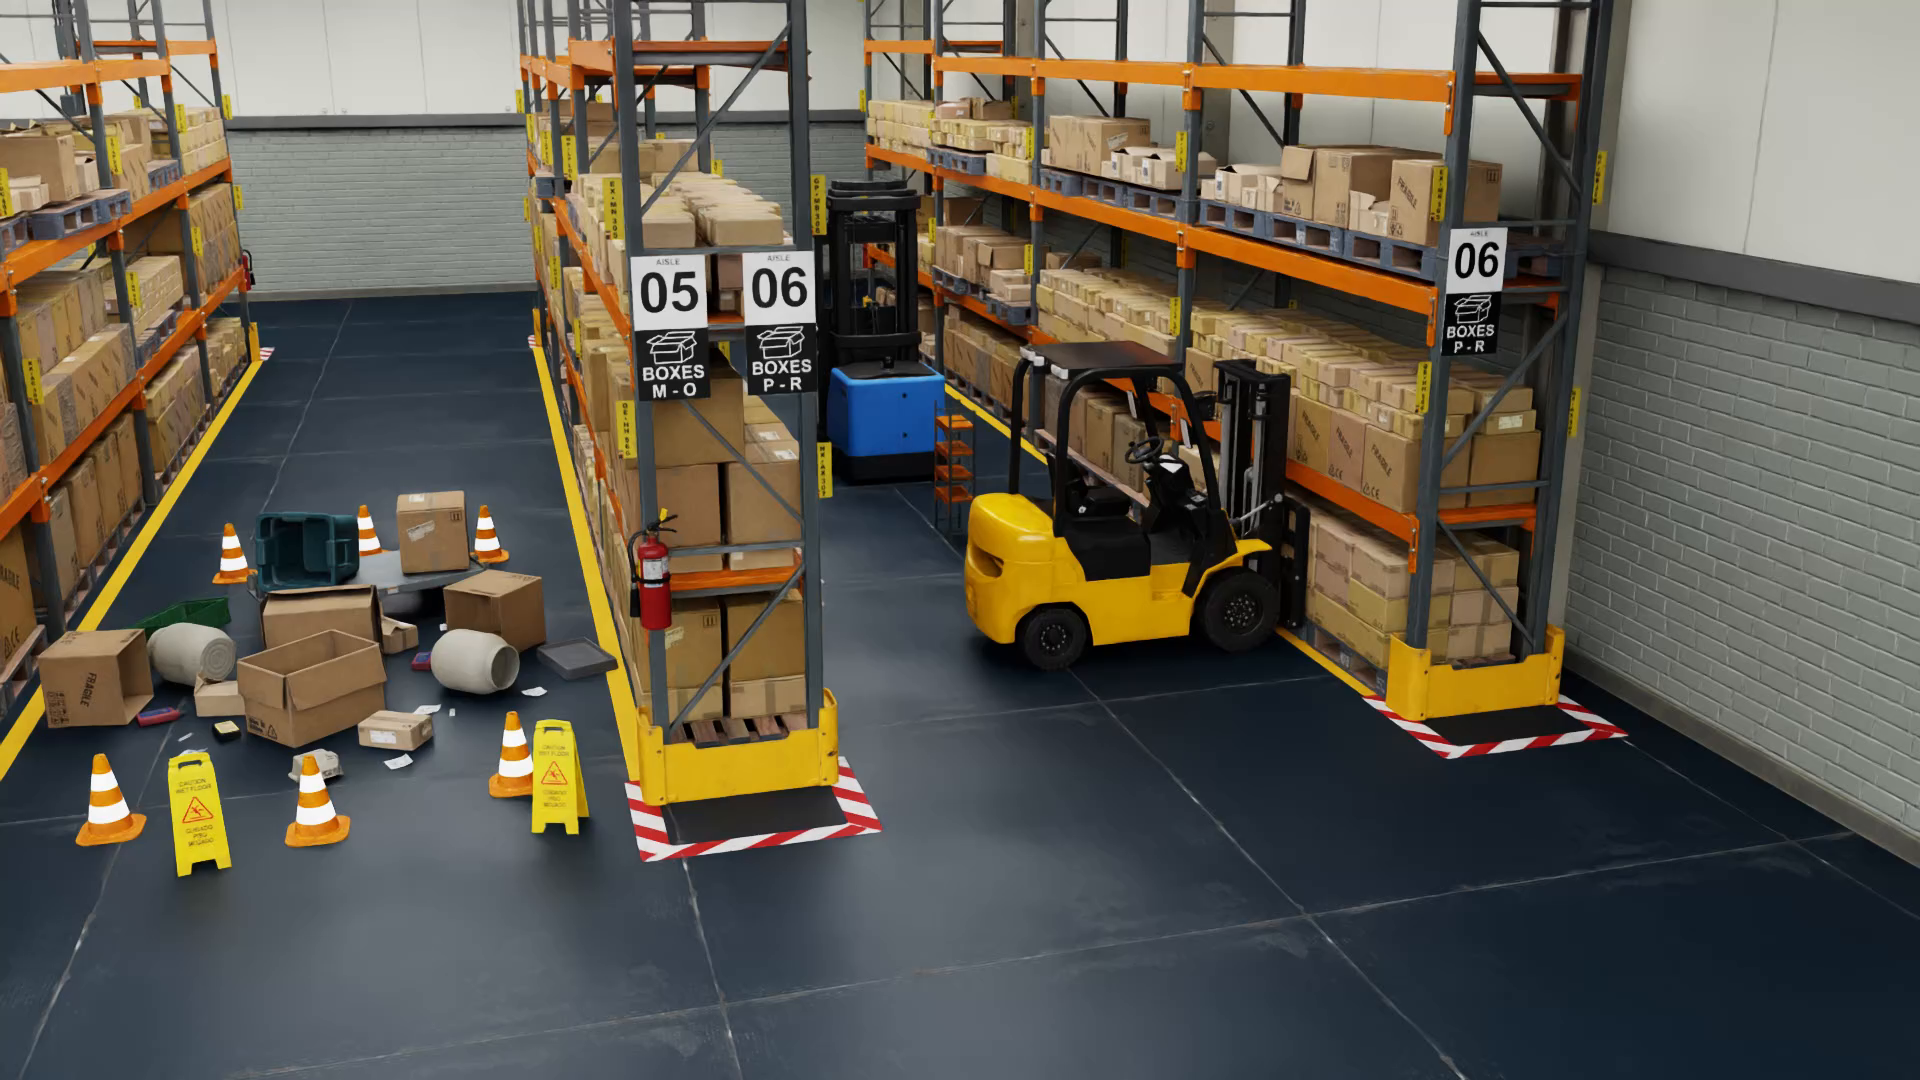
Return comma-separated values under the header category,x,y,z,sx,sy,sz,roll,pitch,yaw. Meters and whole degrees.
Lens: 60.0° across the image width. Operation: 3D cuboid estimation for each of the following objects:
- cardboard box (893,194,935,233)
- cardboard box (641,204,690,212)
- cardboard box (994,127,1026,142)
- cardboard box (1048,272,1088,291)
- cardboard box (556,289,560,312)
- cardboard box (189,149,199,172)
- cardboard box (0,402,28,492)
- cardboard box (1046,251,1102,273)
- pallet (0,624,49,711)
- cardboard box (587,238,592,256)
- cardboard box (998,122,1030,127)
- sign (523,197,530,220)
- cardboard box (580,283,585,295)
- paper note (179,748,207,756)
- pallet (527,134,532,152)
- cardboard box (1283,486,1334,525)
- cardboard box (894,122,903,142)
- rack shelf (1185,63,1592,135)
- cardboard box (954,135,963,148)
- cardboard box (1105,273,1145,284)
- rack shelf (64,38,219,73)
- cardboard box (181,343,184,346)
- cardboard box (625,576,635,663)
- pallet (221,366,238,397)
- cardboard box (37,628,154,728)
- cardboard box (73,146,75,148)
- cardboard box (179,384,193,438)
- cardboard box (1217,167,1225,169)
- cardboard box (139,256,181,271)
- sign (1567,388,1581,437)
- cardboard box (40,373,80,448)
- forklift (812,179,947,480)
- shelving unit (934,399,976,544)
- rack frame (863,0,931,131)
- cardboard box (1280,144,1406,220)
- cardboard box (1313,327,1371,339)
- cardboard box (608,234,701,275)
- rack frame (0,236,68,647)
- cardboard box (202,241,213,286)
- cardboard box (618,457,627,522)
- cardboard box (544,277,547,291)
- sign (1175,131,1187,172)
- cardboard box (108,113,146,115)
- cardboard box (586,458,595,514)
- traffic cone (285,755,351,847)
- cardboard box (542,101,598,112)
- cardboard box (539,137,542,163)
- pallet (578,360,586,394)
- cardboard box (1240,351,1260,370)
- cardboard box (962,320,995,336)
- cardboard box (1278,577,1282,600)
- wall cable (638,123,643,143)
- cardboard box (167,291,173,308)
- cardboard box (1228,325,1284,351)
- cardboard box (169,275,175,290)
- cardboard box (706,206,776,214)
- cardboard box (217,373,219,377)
category,x,y,z,sx,sy,sz,roll,pitch,yaw
cardboard box,-0.656,-4.631,23.596,0.500,0.500,0.500,-4,17,-14
cardboard box,-1.827,-1.930,10.000,0.380,0.149,0.250,-5,17,-15
cardboard box,0.601,-4.610,18.920,0.380,0.149,0.250,-5,17,-16
cardboard box,1.144,-2.724,17.504,0.380,0.149,0.250,-4,17,-14
cardboard box,-4.029,-2.580,17.719,0.500,0.250,0.500,-5,17,-17
cardboard box,-9.358,-4.496,19.751,0.500,0.250,0.500,-5,17,-16
cardboard box,-7.026,-0.602,11.481,0.875,0.550,0.550,-5,17,-15
cardboard box,1.274,-2.954,18.669,0.500,0.500,0.500,-4,17,-13
pallet,-7.005,0.921,11.520,1.003,0.211,1.213,-5,17,-15
cardboard box,-2.542,-2.184,12.232,0.380,0.149,0.250,-5,17,-15
cardboard box,0.666,-4.929,19.950,0.380,0.149,0.250,-5,17,-15
sign,-6.241,-4.780,24.009,0.100,0.325,0.005,-5,17,-15
cardboard box,-3.051,-2.126,14.268,0.380,0.149,0.250,-5,18,-18
paper note,-4.827,1.342,10.436,0.144,0.017,0.142,1,17,4
pallet,-5.491,-5.560,23.186,1.003,0.211,1.213,-5,17,-15
cardboard box,2.611,-0.224,12.794,0.500,0.250,0.500,-5,17,-16
cardboard box,-0.622,-5.703,23.255,0.500,0.250,0.500,-5,17,-16
rack shelf,2.914,-3.228,12.001,1.077,0.370,4.000,-5,17,-15
cardboard box,0.148,-4.826,20.122,0.380,0.149,0.250,-5,17,-16
cardboard box,1.741,-2.695,17.408,0.380,0.149,0.250,-5,17,-15
rack shelf,-9.887,-5.924,20.289,1.077,0.370,4.000,-5,17,-15
cardboard box,-10.078,-2.475,21.169,0.380,0.149,0.250,-5,17,-15
cardboard box,-1.926,0.467,10.928,0.500,0.500,0.500,-4,17,-13
pallet,-9.895,-2.030,21.342,1.003,0.211,1.213,-5,17,-15
cardboard box,-5.726,0.913,11.039,0.500,0.500,0.500,-2,17,-6
cardboard box,-8.923,-3.636,16.454,0.500,0.500,0.500,-5,17,-15
cardboard box,-8.615,-1.379,17.944,0.500,0.500,0.500,-5,17,-16
cardboard box,2.319,-3.260,14.908,0.380,0.149,0.250,-5,17,-15
cardboard box,-9.040,-3.114,18.778,0.380,0.149,0.250,-4,17,-13
sign,3.999,-0.832,10.866,0.100,0.325,0.005,-5,17,-15
cardboard box,-7.164,-0.985,12.845,0.500,0.500,0.500,-5,17,-15
forklift,-1.052,-2.391,17.817,1.130,2.935,3.031,-5,17,-16
shelving unit,-0.046,-0.620,14.932,0.258,1.200,0.503,-5,17,-15
rack frame,-0.934,-7.636,24.732,1.000,3.000,0.127,-5,17,-15
cardboard box,2.798,-2.632,12.202,0.797,0.503,0.637,-4,17,-13
cardboard box,3.038,-1.598,13.240,0.380,0.149,0.250,-5,17,-16
cardboard box,-1.832,-1.712,9.967,0.500,0.250,0.500,-5,17,-16
rack frame,-7.139,-0.631,11.839,1.000,3.000,0.127,-5,17,-15
cardboard box,-9.374,-3.328,20.125,0.500,0.500,0.500,-5,17,-15
cardboard box,-1.856,-0.402,10.384,0.500,0.500,0.500,-5,17,-15
cardboard box,-4.979,-3.419,20.947,0.500,0.500,0.500,-5,17,-15
sign,1.845,-3.233,13.842,0.100,0.325,0.005,-5,17,-15
cardboard box,-10.156,-5.128,20.295,0.380,0.149,0.250,-5,17,-16
cardboard box,-2.948,-0.529,15.336,0.950,0.372,0.625,-4,17,-13
traffic cone,-3.641,1.436,9.368,0.336,0.463,0.334,-5,17,-15
cardboard box,-5.008,-5.369,21.314,0.797,0.503,0.637,-3,17,-11
cardboard box,-4.441,-4.304,18.355,0.396,0.266,0.258,-3,17,-11
pallet,-2.923,-1.521,15.134,1.003,0.211,1.213,-5,17,-15
cardboard box,2.437,-1.405,13.115,0.380,0.149,0.250,-5,17,-16
cardboard box,0.240,-2.711,21.249,0.380,0.149,0.250,-6,18,-18
cardboard box,2.610,0.254,12.942,0.500,0.250,0.500,-4,17,-13
wall cable,-5.917,-6.530,29.710,0.588,1.984,0.122,-5,17,-15
cardboard box,-8.831,-2.620,18.168,0.380,0.149,0.250,-6,18,-18
cardboard box,2.376,-1.619,13.309,0.380,0.149,0.250,-4,17,-14
cardboard box,-8.900,-2.831,18.353,0.380,0.149,0.250,-4,17,-13
cardboard box,-1.304,-1.899,9.897,0.380,0.149,0.250,-5,17,-15
cardboard box,-9.320,-1.944,20.436,0.380,0.149,0.250,-5,17,-16
